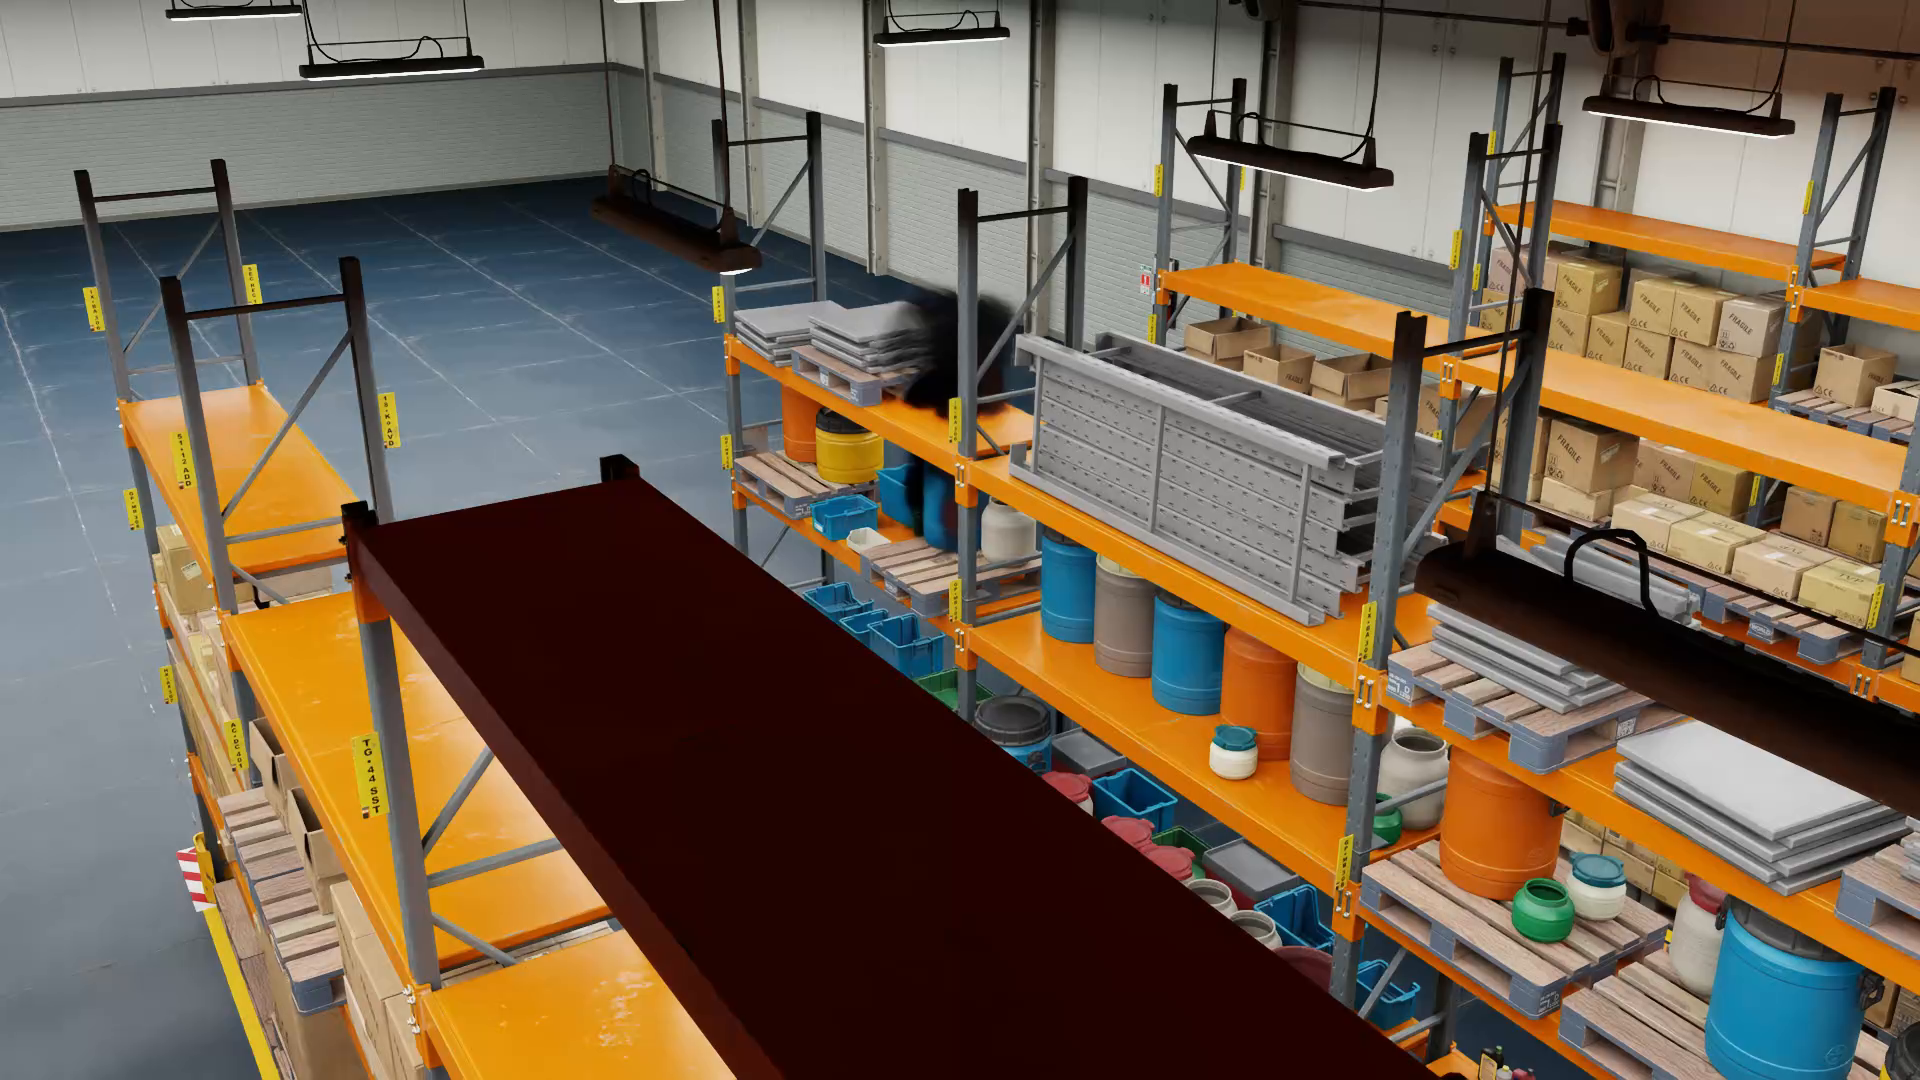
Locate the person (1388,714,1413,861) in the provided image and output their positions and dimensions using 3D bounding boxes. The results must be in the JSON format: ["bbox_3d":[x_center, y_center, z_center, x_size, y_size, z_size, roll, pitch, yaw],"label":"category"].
[{"bbox_3d":[3.354,2.183,13.145,0.661,1.808,0.825,-14,26,-31],"label":"person"}]
